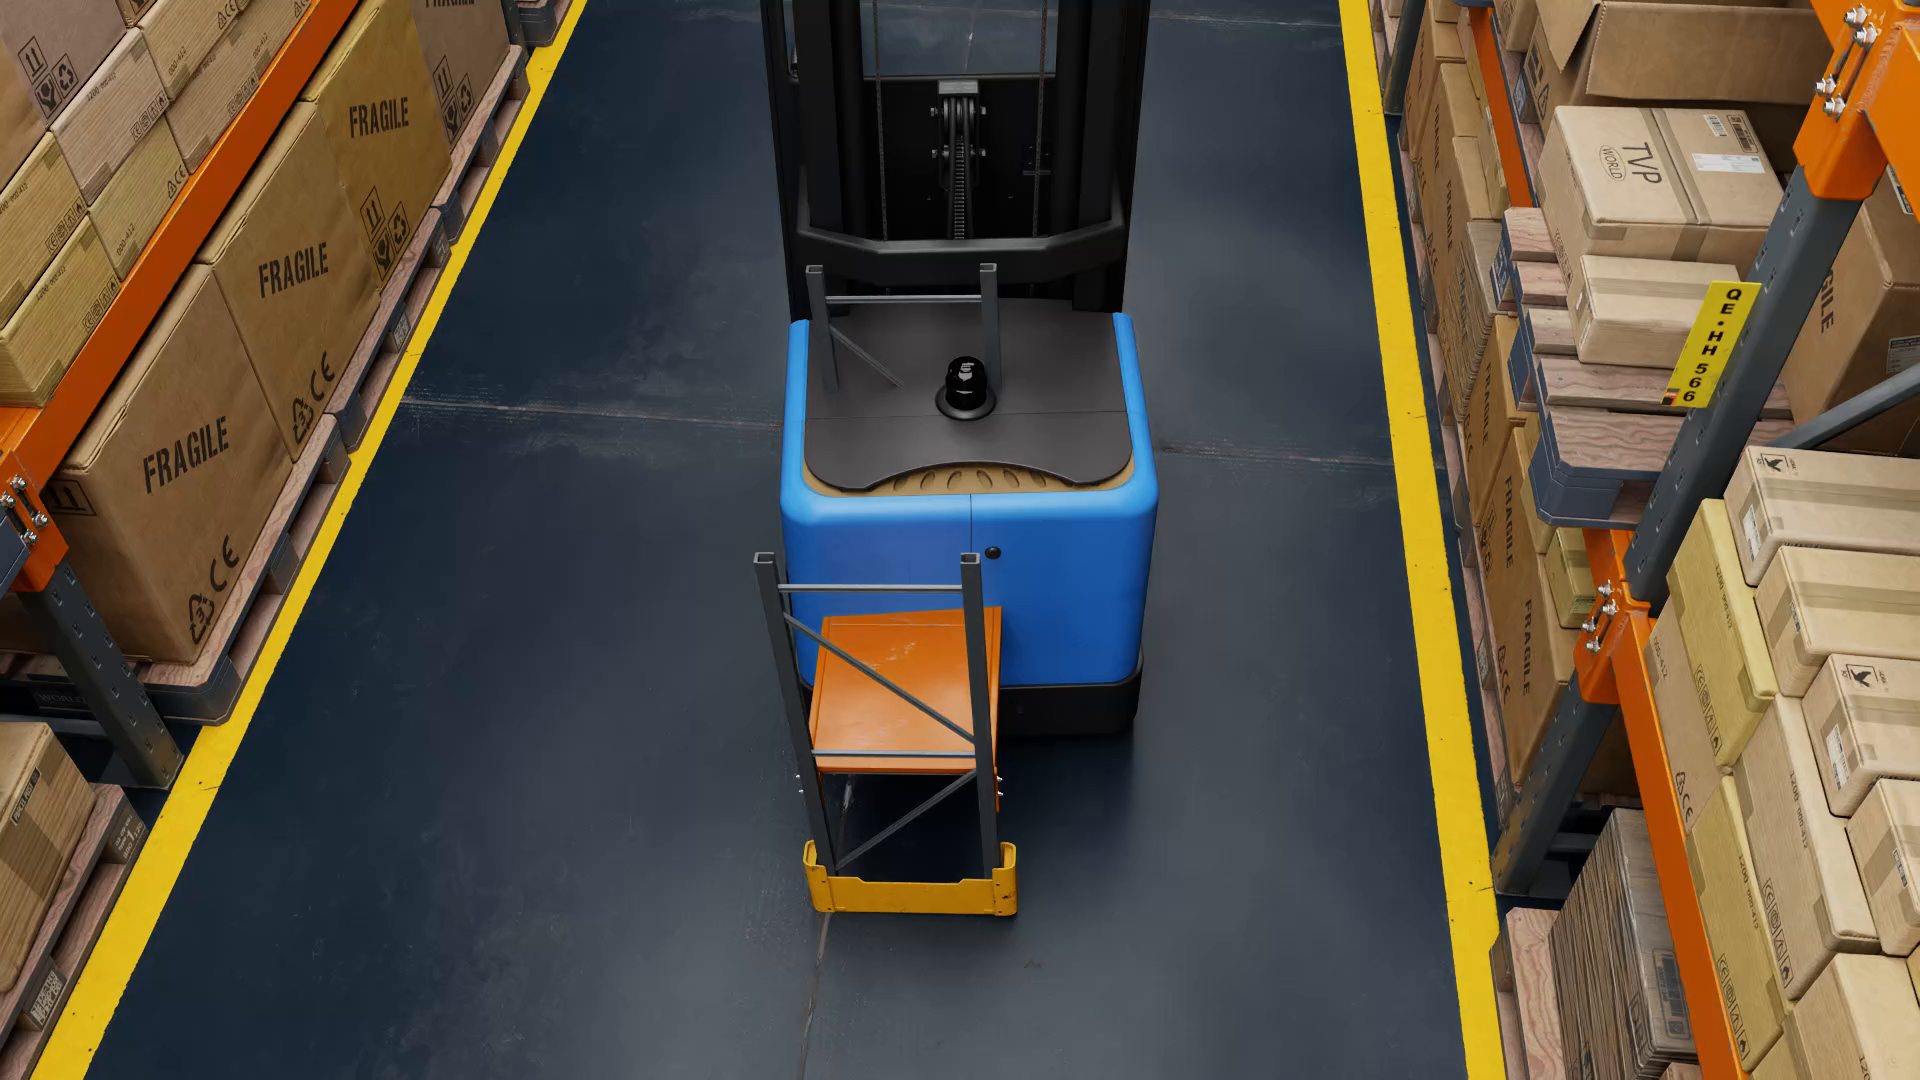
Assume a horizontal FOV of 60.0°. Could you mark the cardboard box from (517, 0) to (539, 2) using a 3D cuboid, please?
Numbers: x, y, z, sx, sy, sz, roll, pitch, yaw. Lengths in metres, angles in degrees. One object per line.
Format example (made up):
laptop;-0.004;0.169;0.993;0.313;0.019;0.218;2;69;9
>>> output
cardboard box;-2.365;-2.997;7.910;0.875;0.438;0.875;3;48;3

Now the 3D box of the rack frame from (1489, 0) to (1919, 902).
rack frame;2.050;0.005;3.713;1.000;3.000;0.127;4;48;4

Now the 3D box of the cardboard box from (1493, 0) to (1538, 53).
cardboard box;2.029;-1.812;5.022;0.700;0.500;0.500;4;48;3

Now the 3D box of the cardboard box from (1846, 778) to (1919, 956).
cardboard box;1.696;0.546;2.710;0.380;0.149;0.250;4;48;4

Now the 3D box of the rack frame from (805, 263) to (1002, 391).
rack frame;-0.116;-0.205;4.901;0.500;1.500;0.032;0;48;4

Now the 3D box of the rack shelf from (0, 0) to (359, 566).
rack shelf;-2.711;-1.553;5.625;1.077;0.370;4.000;4;48;4

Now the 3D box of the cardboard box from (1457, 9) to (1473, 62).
cardboard box;2.169;-1.997;6.514;0.380;0.149;0.250;3;48;2

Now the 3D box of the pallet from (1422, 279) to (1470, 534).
pallet;2.270;-0.494;6.059;1.003;0.211;1.213;4;48;4

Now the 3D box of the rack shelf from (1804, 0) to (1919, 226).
rack shelf;1.868;0.705;1.527;1.077;0.370;4.000;4;48;4

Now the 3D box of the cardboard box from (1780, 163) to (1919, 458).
cardboard box;2.253;-0.538;3.857;0.500;0.500;0.500;6;48;5

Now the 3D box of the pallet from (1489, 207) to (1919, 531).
pallet;2.042;-0.433;4.243;1.213;0.211;1.003;4;48;4

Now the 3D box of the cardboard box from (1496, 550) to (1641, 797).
cardboard box;1.875;0.382;4.778;0.500;0.500;0.500;5;48;5

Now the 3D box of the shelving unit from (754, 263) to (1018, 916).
shelving unit;-0.141;0.164;4.565;0.587;1.500;1.083;0;48;4

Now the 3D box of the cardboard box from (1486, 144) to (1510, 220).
cardboard box;2.061;-1.242;5.823;0.380;0.149;0.250;5;48;5

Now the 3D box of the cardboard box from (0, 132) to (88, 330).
cardboard box;-2.601;-0.800;4.212;0.500;0.250;0.500;4;48;3

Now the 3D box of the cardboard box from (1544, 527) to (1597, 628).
cardboard box;1.843;0.108;4.588;0.380;0.149;0.250;2;48;2

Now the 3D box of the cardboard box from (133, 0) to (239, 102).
cardboard box;-2.495;-1.545;4.893;0.500;0.250;0.500;4;48;3

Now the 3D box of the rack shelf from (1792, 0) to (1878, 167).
rack shelf;2.232;-2.234;4.216;1.077;0.370;4.000;4;48;4

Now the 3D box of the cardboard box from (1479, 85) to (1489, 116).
cardboard box;2.145;-1.605;6.155;0.380;0.149;0.250;3;48;3

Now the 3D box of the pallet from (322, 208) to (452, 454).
pallet;-2.632;-0.853;6.387;1.003;0.211;1.213;4;48;4

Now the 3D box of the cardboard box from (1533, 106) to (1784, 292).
cardboard box;1.824;-0.883;4.342;0.500;0.250;0.500;2;48;2

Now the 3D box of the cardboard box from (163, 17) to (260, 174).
cardboard box;-2.515;-1.382;5.083;0.500;0.250;0.500;5;48;5

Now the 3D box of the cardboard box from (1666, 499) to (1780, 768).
cardboard box;1.742;0.195;3.302;0.500;0.250;0.500;4;48;3

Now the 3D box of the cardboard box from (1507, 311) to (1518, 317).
cardboard box;1.992;-0.865;5.478;0.380;0.149;0.250;2;48;2

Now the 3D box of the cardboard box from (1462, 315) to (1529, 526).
cardboard box;1.976;-0.370;5.465;0.500;0.500;0.500;6;48;5

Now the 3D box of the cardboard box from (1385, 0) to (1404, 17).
cardboard box;2.173;-2.543;7.691;0.380;0.149;0.250;3;48;2

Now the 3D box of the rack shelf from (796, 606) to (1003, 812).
rack shelf;-0.132;0.292;4.692;0.538;0.185;1.000;0;48;4

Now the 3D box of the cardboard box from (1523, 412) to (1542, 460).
cardboard box;1.905;-0.285;4.948;0.380;0.149;0.250;2;48;2

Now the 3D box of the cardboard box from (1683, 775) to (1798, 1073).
cardboard box;1.716;0.734;3.147;0.500;0.250;0.500;3;48;3

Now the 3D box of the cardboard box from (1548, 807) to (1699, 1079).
cardboard box;1.980;1.122;4.016;0.875;0.625;0.625;5;48;5

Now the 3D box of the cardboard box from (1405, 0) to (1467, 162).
cardboard box;2.147;-1.892;6.857;0.500;0.500;0.500;6;48;5

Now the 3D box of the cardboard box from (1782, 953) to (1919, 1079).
cardboard box;1.654;0.948;2.613;0.500;0.250;0.500;3;48;3

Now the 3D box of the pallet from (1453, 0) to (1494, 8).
pallet;2.233;-2.290;5.942;1.003;0.211;1.213;4;48;4

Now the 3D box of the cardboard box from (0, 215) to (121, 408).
cardboard box;-2.598;-0.618;4.384;0.500;0.250;0.500;3;48;3

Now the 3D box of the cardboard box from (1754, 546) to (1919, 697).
cardboard box;1.705;0.163;3.061;0.380;0.149;0.250;5;48;4

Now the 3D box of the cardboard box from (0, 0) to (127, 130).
cardboard box;-2.569;-1.408;4.260;0.500;0.500;0.500;4;48;4

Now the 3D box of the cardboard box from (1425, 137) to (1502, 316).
cardboard box;2.058;-1.134;6.164;0.500;0.500;0.500;3;48;2

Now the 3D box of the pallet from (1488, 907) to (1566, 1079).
pallet;1.936;1.548;4.191;1.003;0.211;1.213;4;48;4

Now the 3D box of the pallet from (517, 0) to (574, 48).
pallet;-2.381;-2.878;8.239;1.003;0.211;1.213;4;48;4

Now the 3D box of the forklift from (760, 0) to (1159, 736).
forklift;-0.022;-1.453;5.092;1.130;2.935;3.031;-1;48;-1

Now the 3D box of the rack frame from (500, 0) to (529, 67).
rack frame;-2.529;-3.266;6.704;1.000;3.000;0.127;4;48;4

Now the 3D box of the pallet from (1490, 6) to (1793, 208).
pallet;2.223;-1.360;5.091;1.003;0.211;1.213;4;48;4

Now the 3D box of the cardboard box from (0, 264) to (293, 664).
cardboard box;-2.747;-0.253;5.104;0.875;0.875;0.875;3;48;3

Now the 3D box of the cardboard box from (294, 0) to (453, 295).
cardboard box;-2.580;-1.565;6.304;0.875;0.875;0.875;5;48;5
